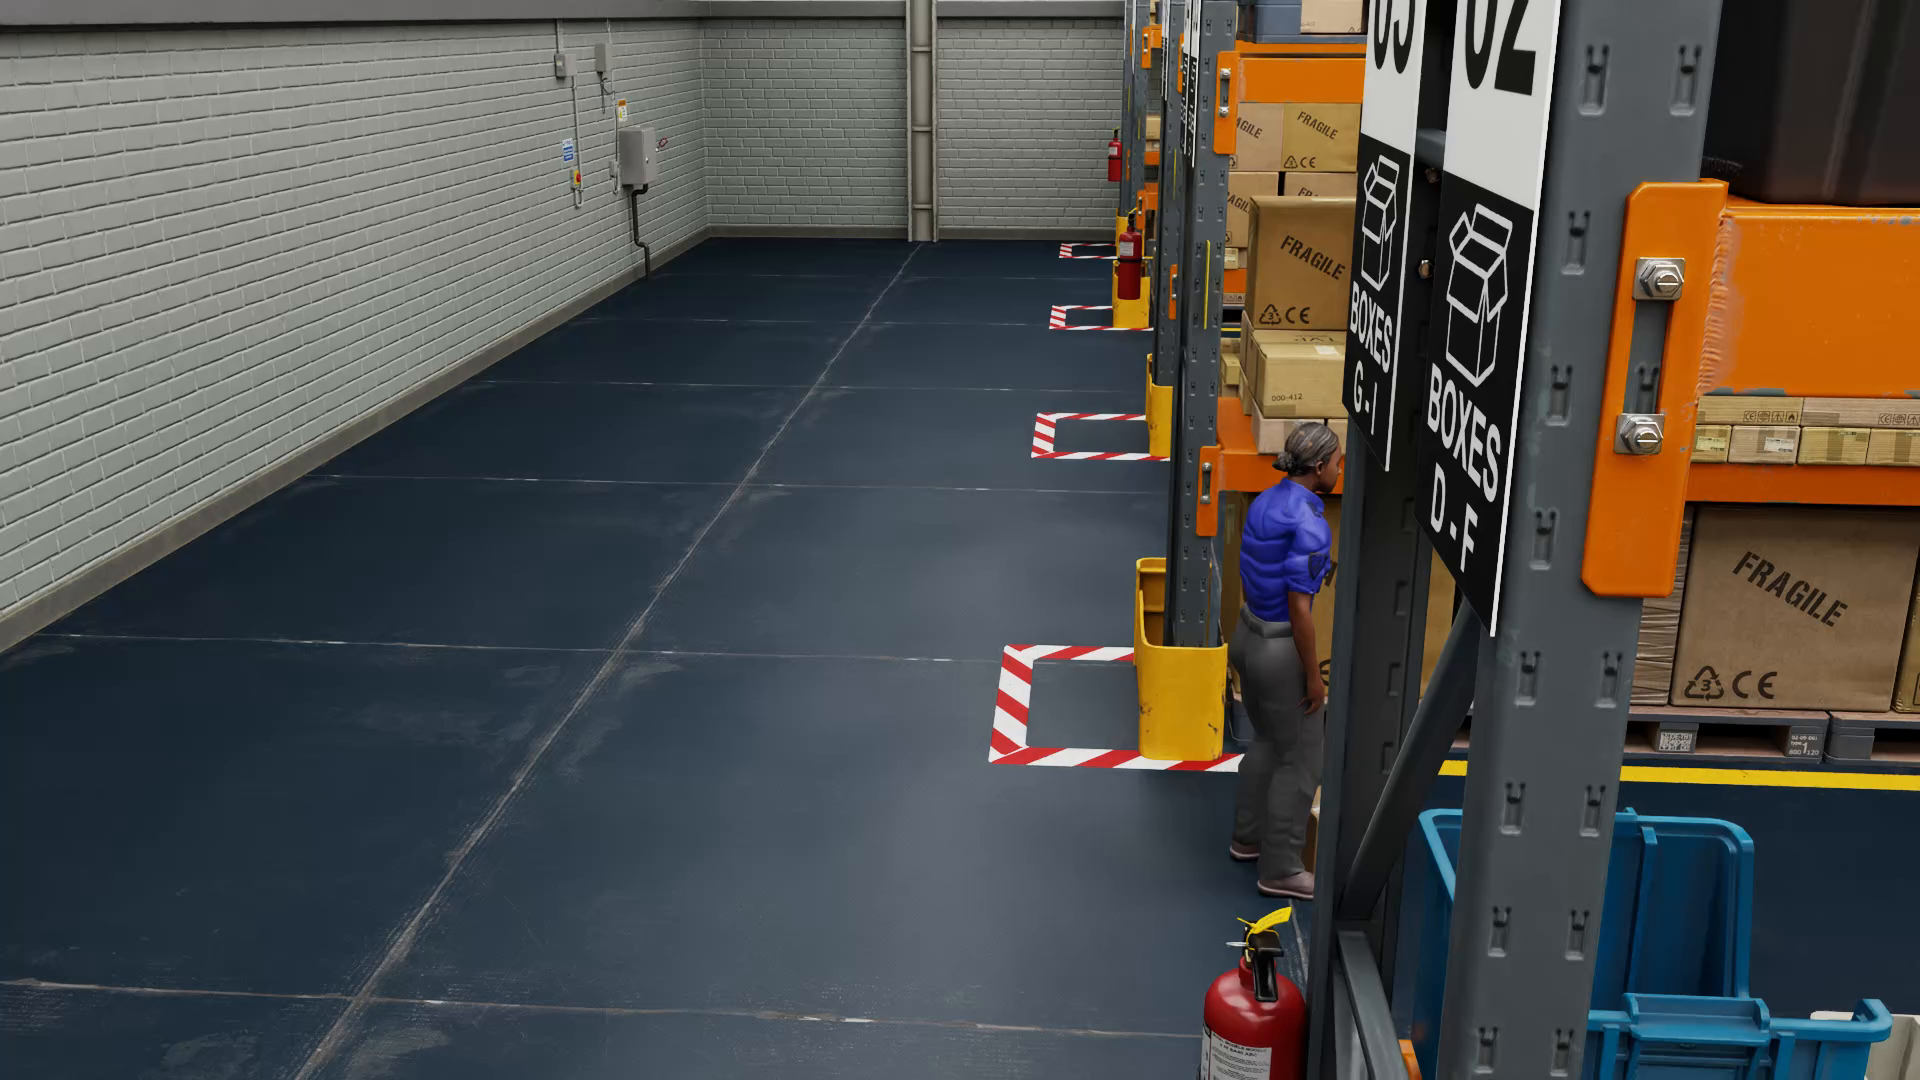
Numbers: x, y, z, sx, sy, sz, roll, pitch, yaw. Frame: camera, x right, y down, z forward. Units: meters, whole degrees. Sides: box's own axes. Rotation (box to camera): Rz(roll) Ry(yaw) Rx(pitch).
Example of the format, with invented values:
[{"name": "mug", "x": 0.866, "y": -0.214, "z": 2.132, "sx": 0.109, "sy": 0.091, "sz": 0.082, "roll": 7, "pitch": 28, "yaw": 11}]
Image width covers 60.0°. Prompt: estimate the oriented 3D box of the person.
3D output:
[{"name": "person", "x": 1.135, "y": 0.407, "z": 5.782, "sx": 0.349, "sy": 1.653, "sz": 0.520, "roll": -4, "pitch": 18, "yaw": -12}]
